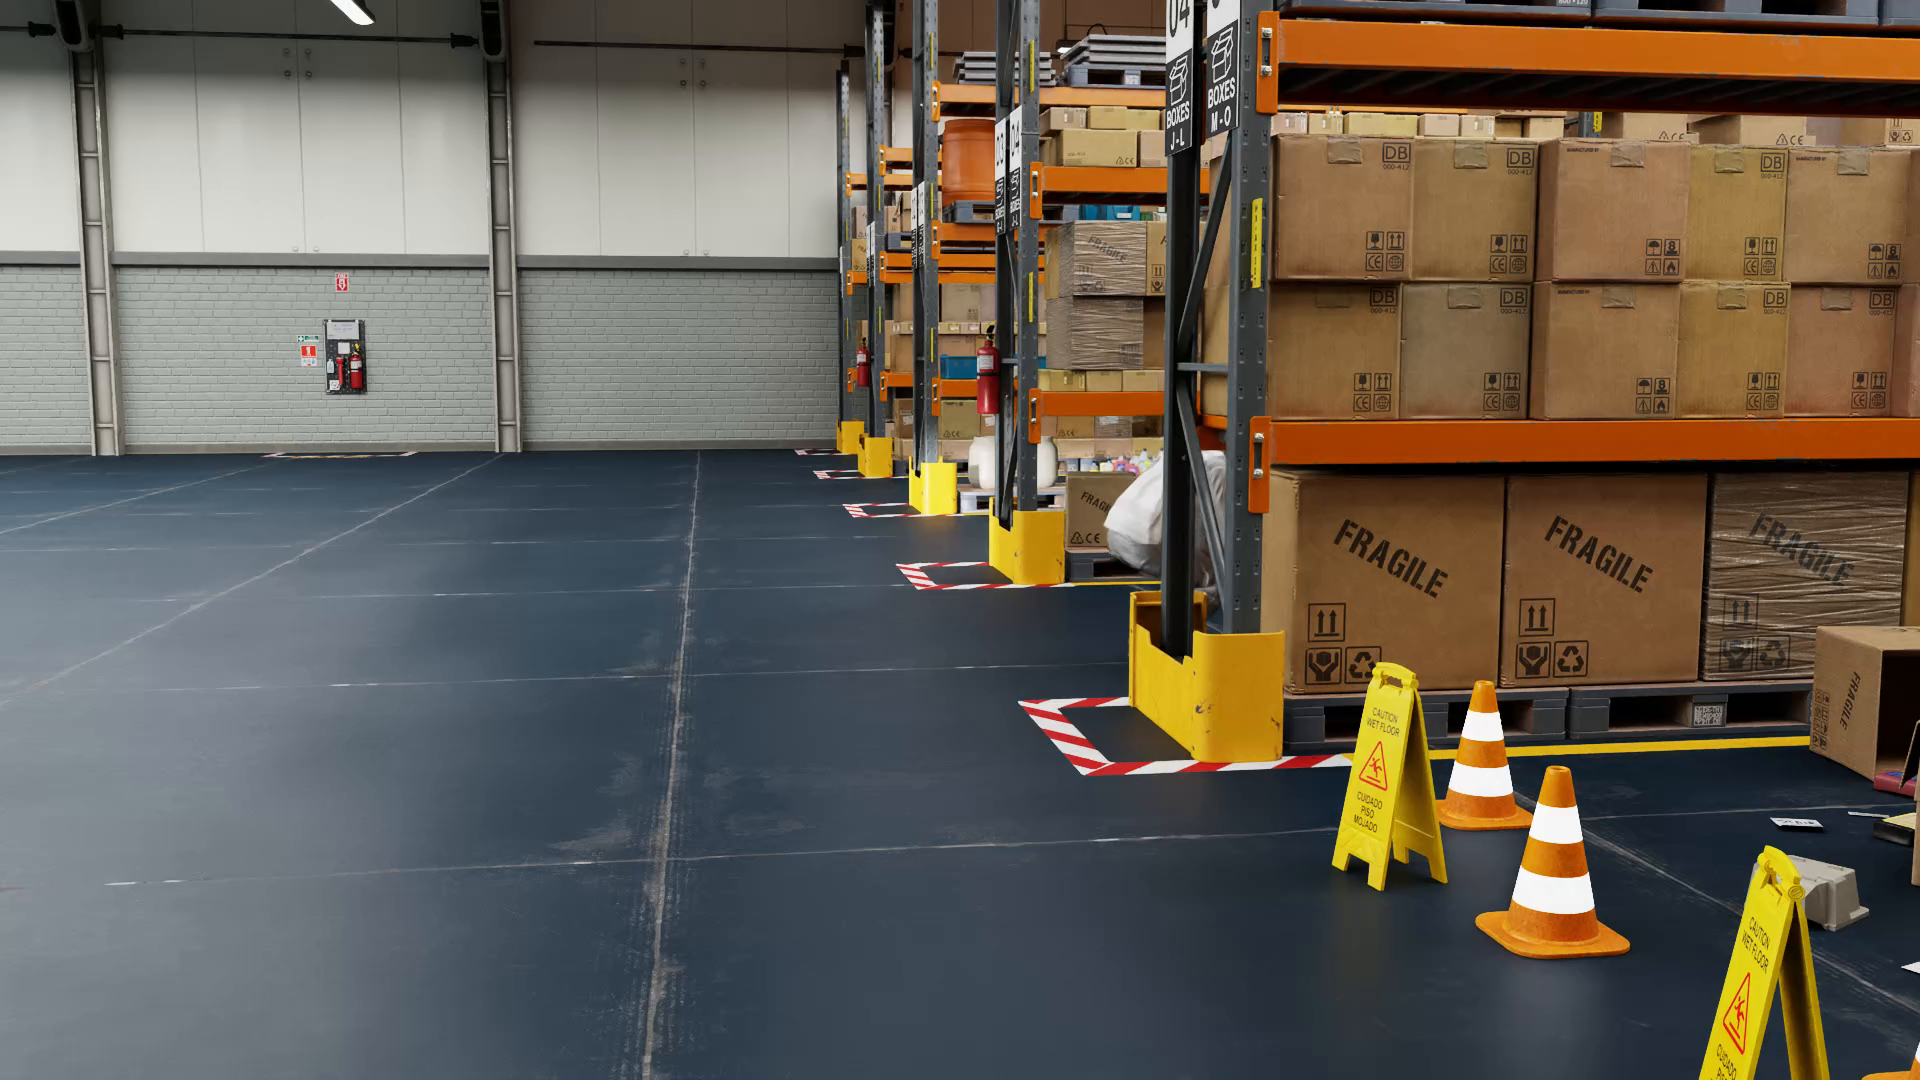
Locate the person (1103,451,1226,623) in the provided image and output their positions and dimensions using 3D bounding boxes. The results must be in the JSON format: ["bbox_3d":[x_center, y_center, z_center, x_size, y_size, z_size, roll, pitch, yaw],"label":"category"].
[{"bbox_3d":[1.152,-0.003,8.476,0.837,1.249,0.579,-1,7,-9],"label":"person"}]
